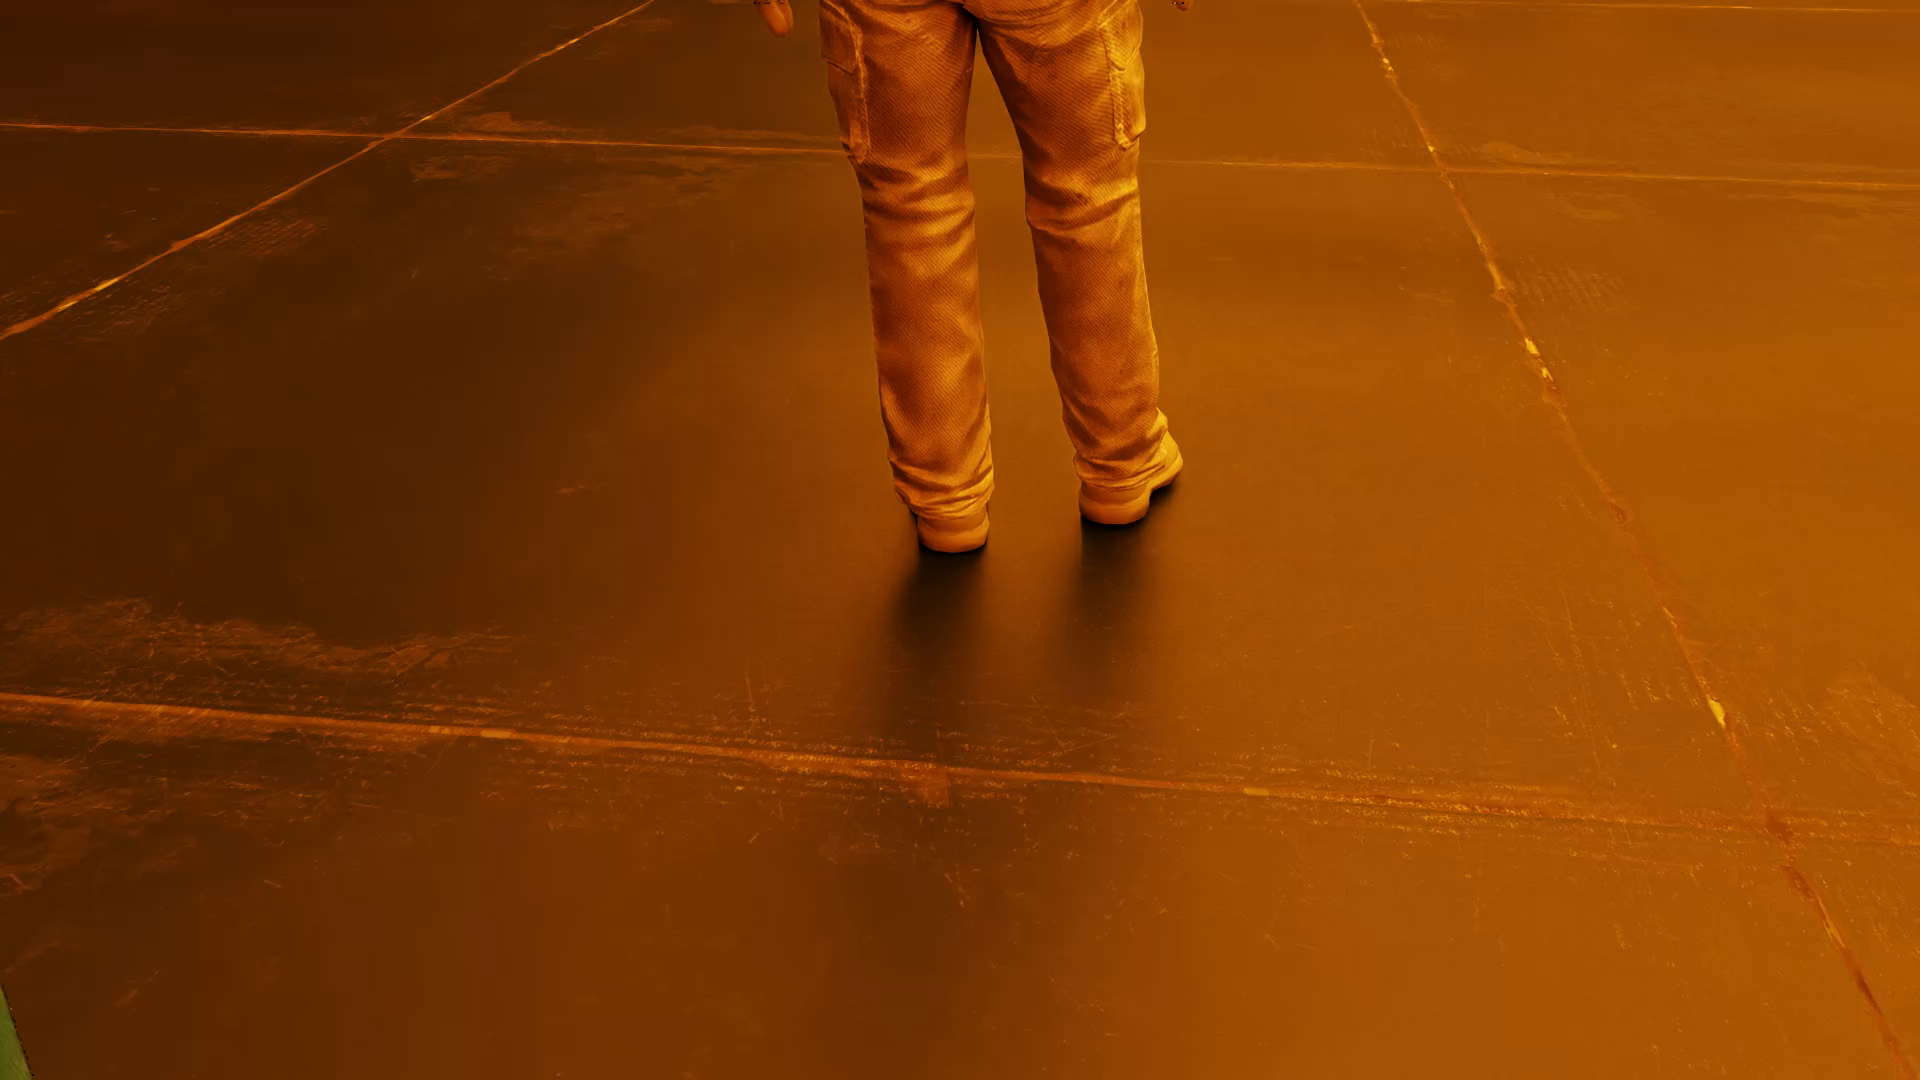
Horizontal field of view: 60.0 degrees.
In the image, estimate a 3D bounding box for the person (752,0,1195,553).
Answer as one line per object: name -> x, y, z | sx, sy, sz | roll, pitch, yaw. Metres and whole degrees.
person -> 0.017, -0.836, 2.162 | 0.656, 1.784, 0.575 | 3, 27, 7
